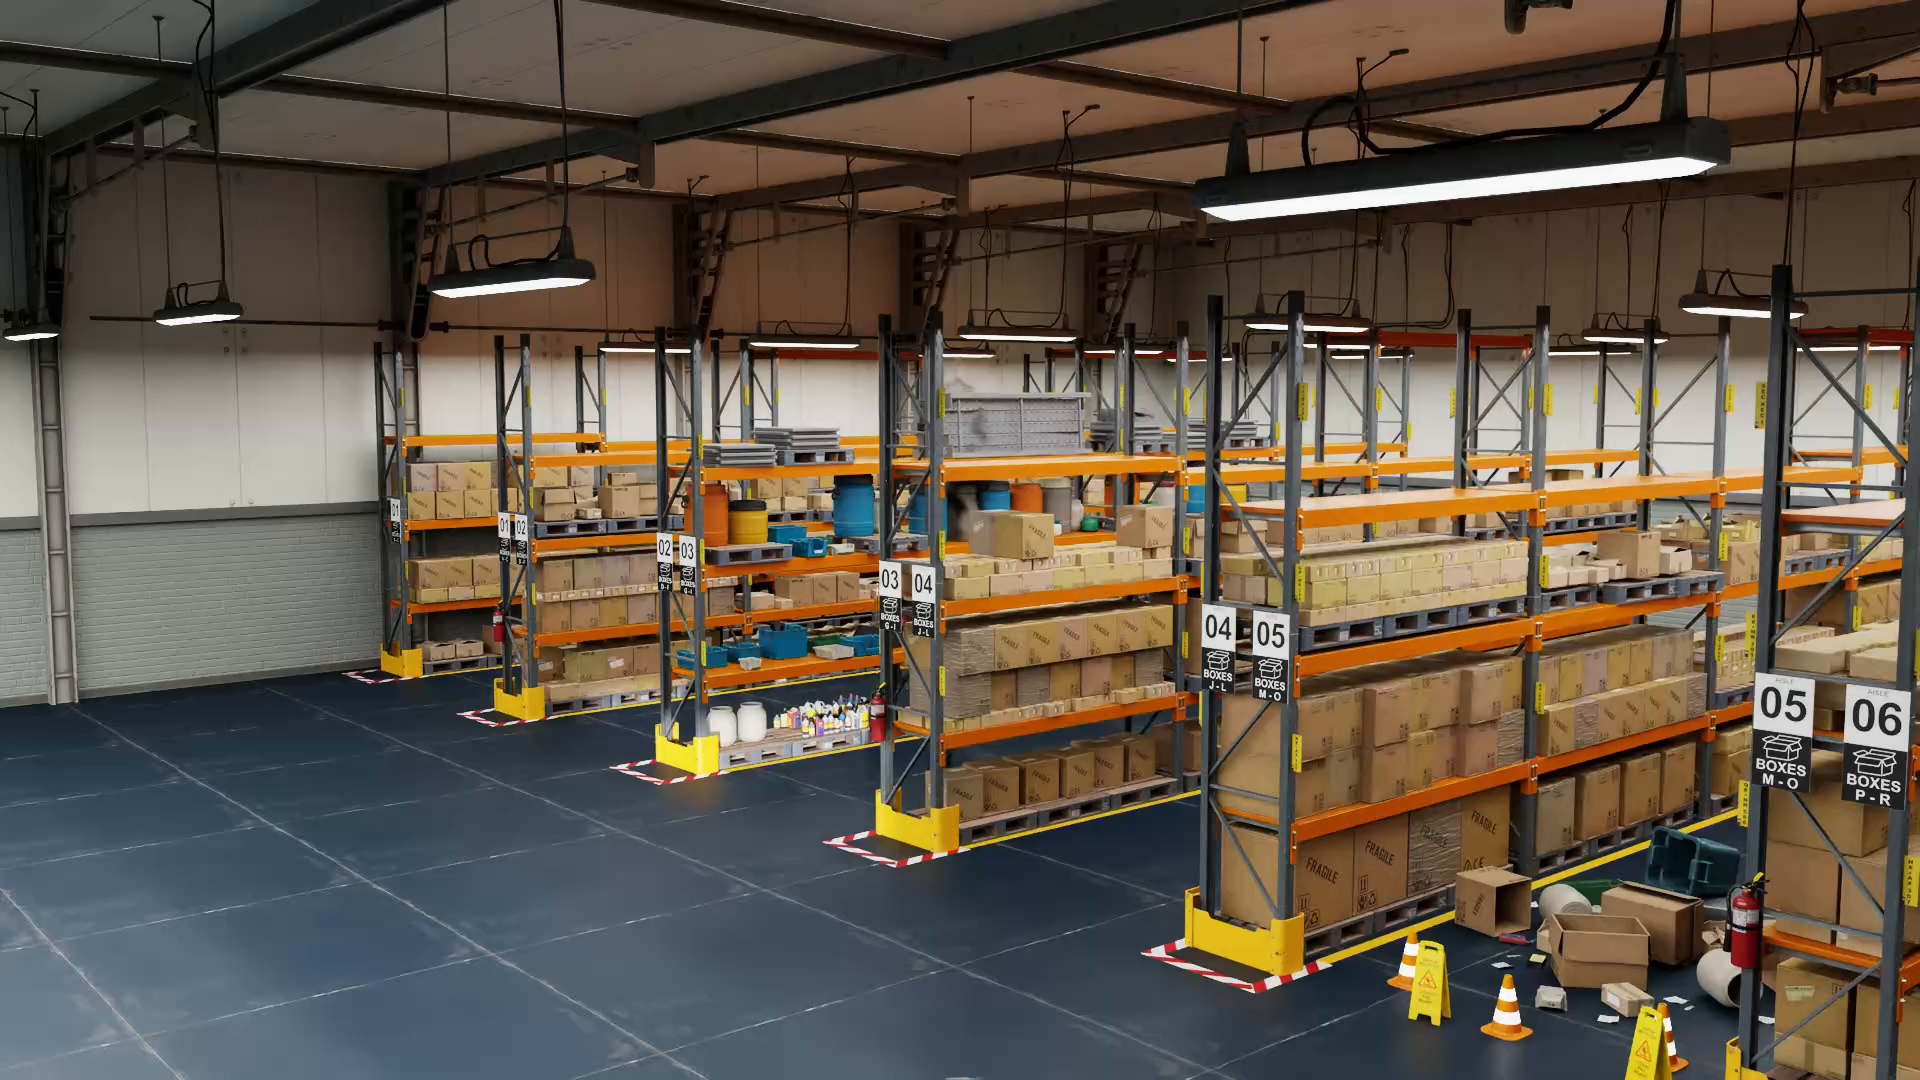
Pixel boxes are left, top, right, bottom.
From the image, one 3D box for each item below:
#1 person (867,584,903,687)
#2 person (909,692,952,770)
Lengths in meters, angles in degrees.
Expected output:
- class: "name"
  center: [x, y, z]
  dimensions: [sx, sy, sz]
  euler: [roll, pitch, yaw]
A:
- class: "person"
  center: [-1.213, 1.531, 27.146]
  dimensions: [0.553, 1.753, 0.643]
  euler: [-5, 7, -44]
- class: "person"
  center: [-0.366, 2.115, 21.187]
  dimensions: [0.673, 1.730, 0.545]
  euler: [4, 6, 35]
